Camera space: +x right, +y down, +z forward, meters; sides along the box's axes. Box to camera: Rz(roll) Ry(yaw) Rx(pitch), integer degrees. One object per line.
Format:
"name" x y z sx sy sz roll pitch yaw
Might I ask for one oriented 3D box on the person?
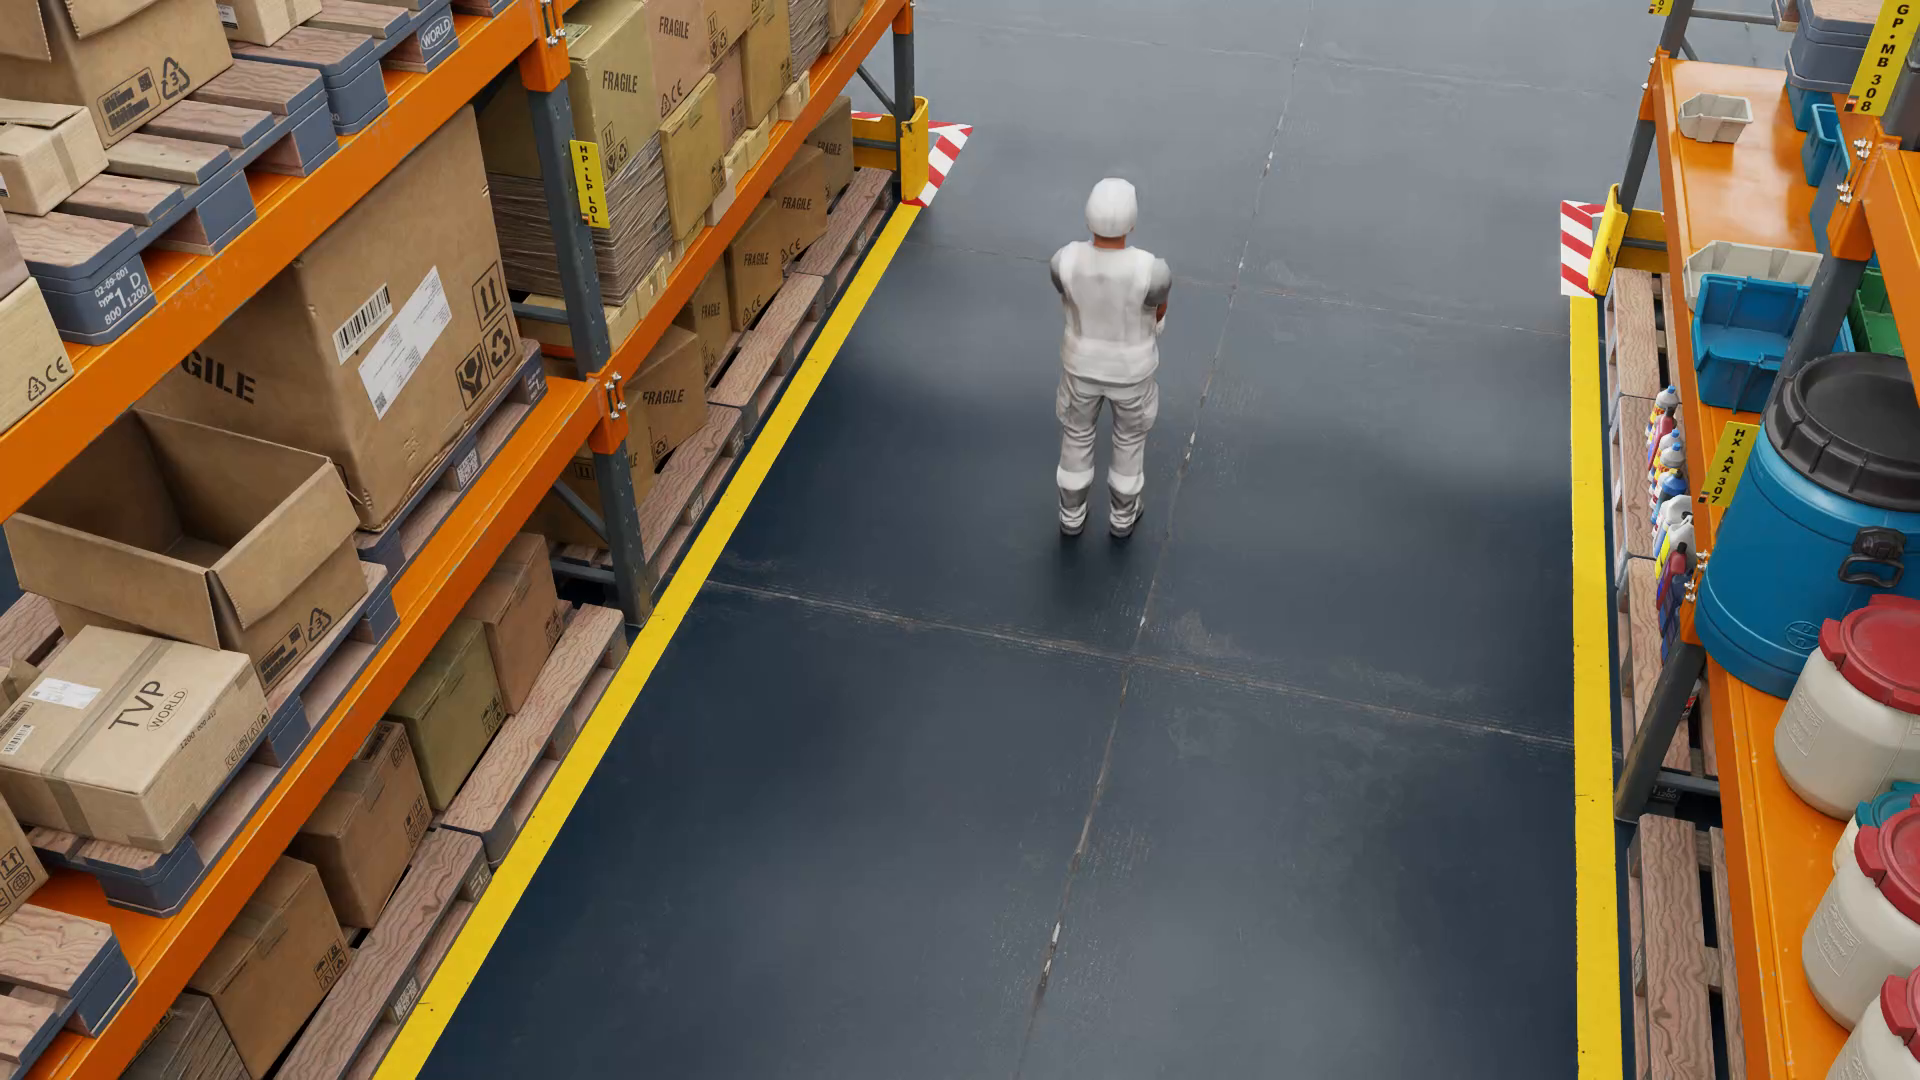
"person" 0.638 -0.792 7.066 0.494 1.783 0.563 10 42 11
